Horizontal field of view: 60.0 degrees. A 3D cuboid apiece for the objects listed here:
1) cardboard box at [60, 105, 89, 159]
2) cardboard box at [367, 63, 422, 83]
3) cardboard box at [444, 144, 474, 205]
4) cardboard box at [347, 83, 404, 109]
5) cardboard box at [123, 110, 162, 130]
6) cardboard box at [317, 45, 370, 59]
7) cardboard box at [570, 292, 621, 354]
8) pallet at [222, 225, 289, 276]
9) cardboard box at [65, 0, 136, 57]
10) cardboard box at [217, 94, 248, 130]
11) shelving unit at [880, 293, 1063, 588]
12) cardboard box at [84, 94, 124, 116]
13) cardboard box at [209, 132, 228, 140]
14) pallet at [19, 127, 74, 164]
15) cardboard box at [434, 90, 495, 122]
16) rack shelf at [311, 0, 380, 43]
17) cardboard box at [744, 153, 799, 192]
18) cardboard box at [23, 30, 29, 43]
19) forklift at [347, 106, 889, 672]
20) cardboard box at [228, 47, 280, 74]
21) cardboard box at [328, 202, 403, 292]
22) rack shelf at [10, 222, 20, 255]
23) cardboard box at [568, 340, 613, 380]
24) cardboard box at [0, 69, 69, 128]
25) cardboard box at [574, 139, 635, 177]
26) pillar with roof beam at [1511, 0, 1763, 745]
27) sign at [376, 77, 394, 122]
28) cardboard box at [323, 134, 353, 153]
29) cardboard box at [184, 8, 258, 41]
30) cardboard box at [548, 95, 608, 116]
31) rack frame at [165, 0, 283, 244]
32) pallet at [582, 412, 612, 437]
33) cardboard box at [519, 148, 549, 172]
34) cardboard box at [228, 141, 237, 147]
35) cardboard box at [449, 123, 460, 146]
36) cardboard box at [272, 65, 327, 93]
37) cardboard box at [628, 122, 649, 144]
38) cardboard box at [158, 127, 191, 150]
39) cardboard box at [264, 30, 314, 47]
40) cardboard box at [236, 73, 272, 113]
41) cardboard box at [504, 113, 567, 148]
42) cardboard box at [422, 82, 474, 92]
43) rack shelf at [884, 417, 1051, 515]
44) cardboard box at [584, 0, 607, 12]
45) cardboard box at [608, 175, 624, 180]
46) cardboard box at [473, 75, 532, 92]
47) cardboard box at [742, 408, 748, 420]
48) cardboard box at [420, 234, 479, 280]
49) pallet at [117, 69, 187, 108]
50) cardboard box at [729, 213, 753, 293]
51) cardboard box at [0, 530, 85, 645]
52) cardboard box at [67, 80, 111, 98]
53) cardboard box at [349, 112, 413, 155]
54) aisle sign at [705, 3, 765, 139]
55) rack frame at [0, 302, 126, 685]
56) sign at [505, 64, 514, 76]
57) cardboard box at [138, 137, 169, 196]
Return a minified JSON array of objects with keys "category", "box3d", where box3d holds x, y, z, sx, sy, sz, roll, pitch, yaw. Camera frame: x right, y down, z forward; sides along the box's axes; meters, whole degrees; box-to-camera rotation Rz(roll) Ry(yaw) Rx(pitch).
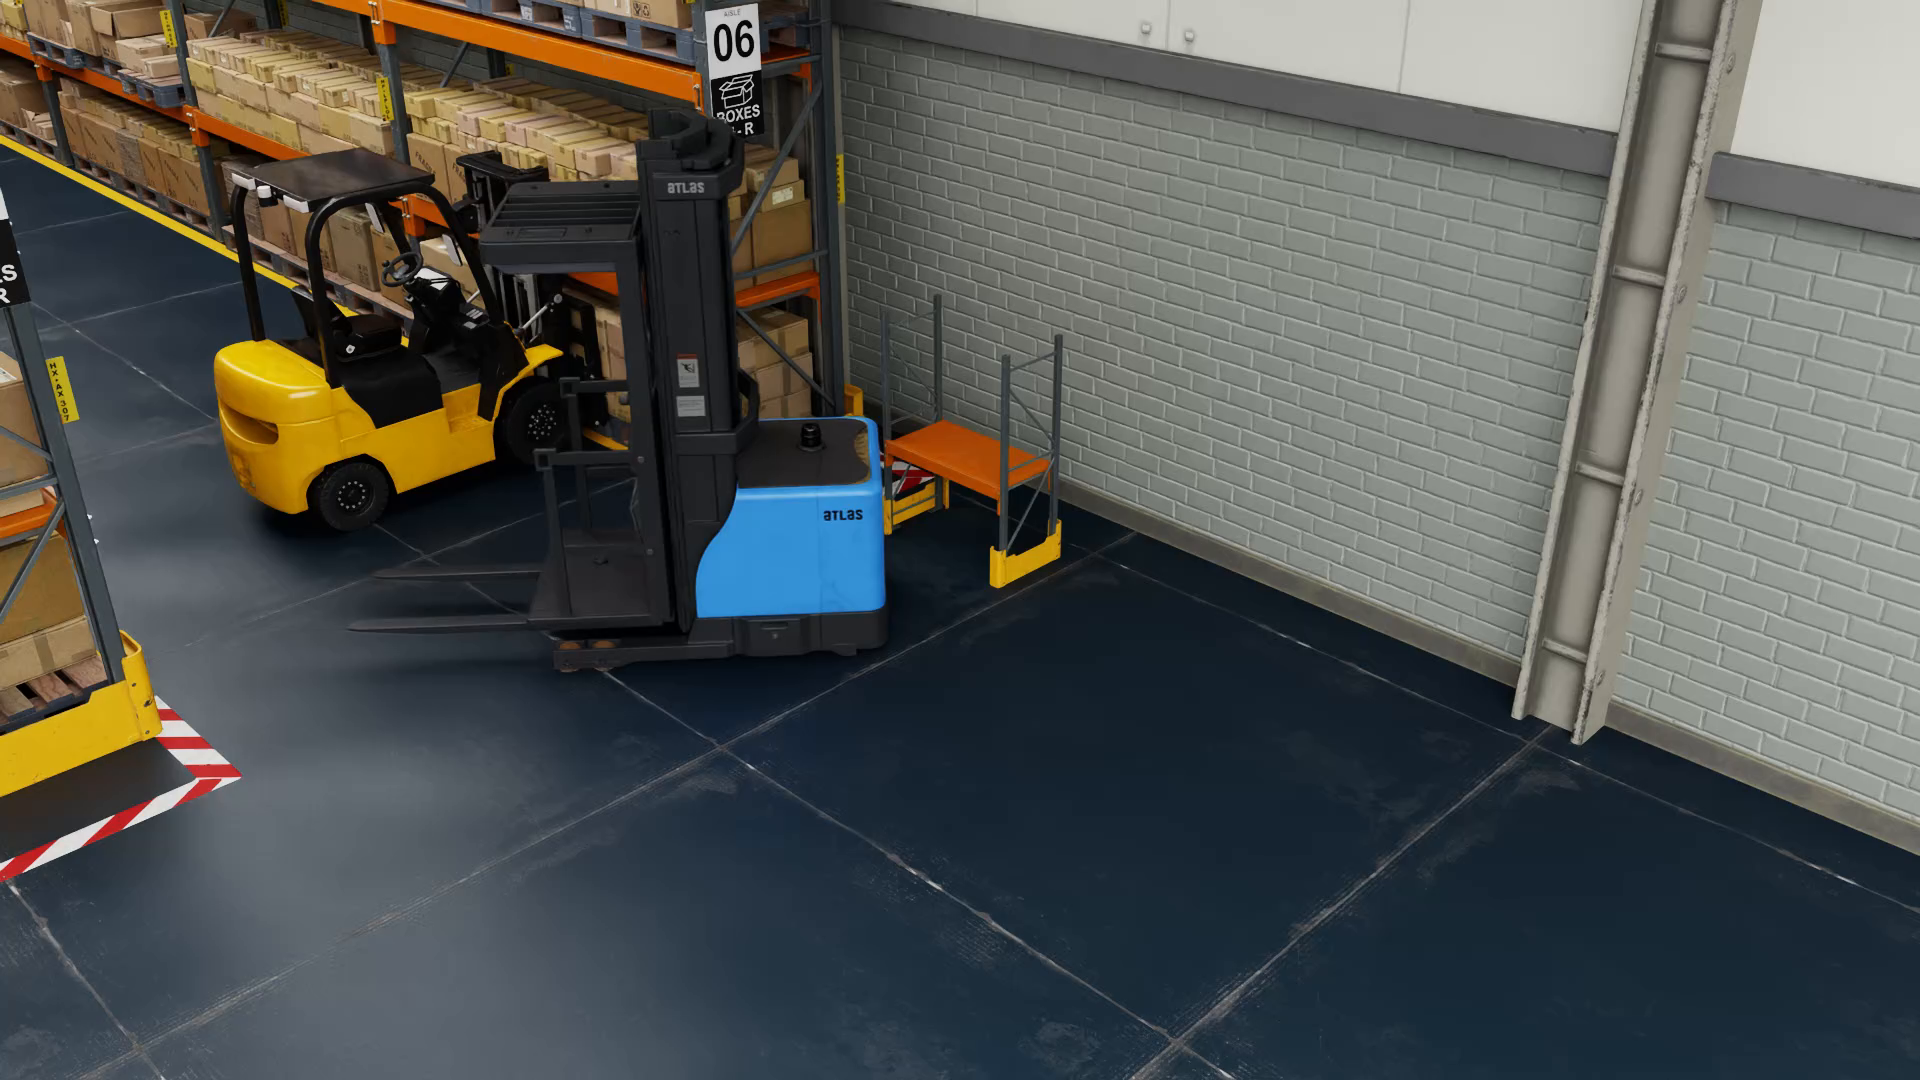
[{"category":"cardboard box","box3d":[-9.574,-4.561,18.430,0.500,0.500,0.500,-23,36,-37]},{"category":"cardboard box","box3d":[-4.845,-3.974,14.274,0.250,0.149,0.380,25,36,38]},{"category":"cardboard box","box3d":[-3.540,-2.752,12.647,0.500,0.500,0.500,-25,36,-38]},{"category":"cardboard box","box3d":[-4.790,-3.649,13.655,0.250,0.149,0.380,25,36,38]},{"category":"cardboard box","box3d":[-8.504,-4.392,17.410,0.250,0.149,0.380,25,37,39]},{"category":"cardboard box","box3d":[-5.536,-4.327,14.944,0.250,0.149,0.380,24,36,38]},{"category":"cardboard box","box3d":[-2.486,-1.583,11.960,0.500,0.250,0.500,-25,37,-39]},{"category":"pallet","box3d":[-6.349,-2.893,16.019,1.213,0.211,1.003,25,36,38]},{"category":"cardboard box","box3d":[-8.644,-5.287,17.017,0.500,0.500,0.700,24,36,38]},{"category":"cardboard box","box3d":[-6.408,-3.951,15.196,0.500,0.250,0.500,24,36,37]},{"category":"shelving unit","box3d":[0.054,-0.639,10.347,1.083,1.500,0.587,25,36,38]},{"category":"cardboard box","box3d":[-9.249,-4.731,18.055,0.250,0.149,0.380,22,35,36]},{"category":"cardboard box","box3d":[-7.466,-4.200,17.045,0.380,0.149,0.250,-25,37,-39]},{"category":"pallet","box3d":[-10.250,-4.704,19.464,1.213,0.211,1.003,25,36,38]},{"category":"cardboard box","box3d":[-3.775,-3.315,12.701,0.380,0.149,0.250,-25,36,-38]},{"category":"rack shelf","box3d":[-5.483,-4.766,14.134,4.000,0.370,1.077,25,36,38]},{"category":"cardboard box","box3d":[-1.294,-2.442,11.041,0.250,0.149,0.380,24,36,37]},{"category":"cardboard box","box3d":[-10.165,-5.623,18.485,0.380,0.149,0.250,-25,36,-38]},{"category":"forklift","box3d":[-1.952,-0.811,9.136,3.031,2.935,1.130,-2,28,-4]},{"category":"cardboard box","box3d":[-6.300,-4.296,14.885,0.380,0.149,0.250,-25,37,-39]},{"category":"cardboard box","box3d":[-4.984,-2.661,14.681,0.625,0.625,0.875,24,36,38]},{"category":"rack shelf","box3d":[-6.108,-1.812,8.517,4.000,0.370,1.077,25,36,38]},{"category":"cardboard box","box3d":[-2.503,-1.373,12.097,0.500,0.250,0.500,24,36,37]},{"category":"cardboard box","box3d":[-10.921,-5.237,19.715,0.500,0.500,0.700,23,35,37]},{"category":"cardboard box","box3d":[-2.399,-2.609,11.359,0.380,0.149,0.250,-24,36,-38]},{"category":"pillar with roof beam","box3d":[0.191,-1.594,4.106,0.400,9.000,9.100,25,36,38]},{"category":"sign","box3d":[-4.430,-3.398,12.824,0.005,0.325,0.100,25,36,38]},{"category":"cardboard box","box3d":[-4.962,-3.277,13.914,0.500,0.250,0.500,24,36,38]},{"category":"cardboard box","box3d":[-7.166,-4.859,16.203,0.500,0.500,0.500,-23,36,-37]},{"category":"cardboard box","box3d":[-2.876,-3.233,12.546,0.250,0.149,0.380,24,36,38]},{"category":"rack frame","box3d":[-6.909,-4.409,15.906,0.127,3.000,1.000,25,36,38]},{"category":"pallet","box3d":[-2.645,-1.198,12.795,1.213,0.211,1.003,25,36,38]},{"category":"cardboard box","box3d":[-2.925,-2.733,11.913,0.250,0.149,0.380,24,36,37]},{"category":"cardboard box","box3d":[-7.349,-3.886,17.145,0.500,0.500,0.500,25,37,39]},{"category":"cardboard box","box3d":[-3.622,-3.084,12.582,0.250,0.149,0.380,24,36,38]},{"category":"cardboard box","box3d":[-5.631,-3.941,14.211,0.250,0.149,0.380,23,36,37]},{"category":"cardboard box","box3d":[-2.145,-2.902,11.915,0.250,0.149,0.380,24,36,37]},{"category":"cardboard box","box3d":[-7.812,-4.032,16.726,0.250,0.149,0.380,23,36,37]},{"category":"cardboard box","box3d":[-6.270,-4.653,15.565,0.380,0.149,0.250,-24,36,-38]},{"category":"cardboard box","box3d":[-6.047,-3.998,14.747,0.500,0.250,0.500,24,36,37]},{"category":"cardboard box","box3d":[-3.063,-2.971,12.046,0.250,0.149,0.380,24,36,38]},{"category":"cardboard box","box3d":[-4.157,-3.621,13.603,0.250,0.149,0.380,24,36,37]},{"category":"rack shelf","box3d":[0.061,-0.477,10.425,1.000,0.185,0.538,25,36,38]},{"category":"cardboard box","box3d":[-2.189,-3.549,10.633,0.258,0.266,0.396,25,36,38]},{"category":"cardboard box","box3d":[-2.162,-2.413,11.306,0.250,0.149,0.380,24,36,38]},{"category":"cardboard box","box3d":[-3.617,-3.563,13.173,0.250,0.149,0.380,25,36,38]},{"category":"cardboard box","box3d":[-1.761,-0.816,11.576,0.500,0.250,0.500,25,37,39]},{"category":"cardboard box","box3d":[-3.931,-2.253,13.235,0.500,0.250,0.500,24,36,38]},{"category":"pallet","box3d":[-7.441,-4.522,16.327,1.003,0.211,1.213,25,36,38]},{"category":"cardboard box","box3d":[-1.739,-1.916,11.058,0.500,0.500,0.500,24,36,37]},{"category":"cardboard box","box3d":[-5.080,0.186,8.863,0.500,0.500,0.500,23,36,37]},{"category":"cardboard box","box3d":[-9.473,-4.938,18.130,0.250,0.149,0.380,23,35,36]},{"category":"cardboard box","box3d":[-4.586,-3.334,13.485,0.500,0.250,0.500,24,36,37]},{"category":"aisle sign","box3d":[-1.363,-2.831,10.110,0.004,0.787,0.394,25,36,38]},{"category":"rack frame","box3d":[-4.681,-0.150,7.806,0.127,3.000,1.000,25,36,38]},{"category":"sign","box3d":[-3.668,-3.707,13.555,0.005,0.325,0.100,25,36,38]},{"category":"cardboard box","box3d":[-8.086,-3.892,17.157,0.500,0.500,0.500,-23,36,-37]}]
